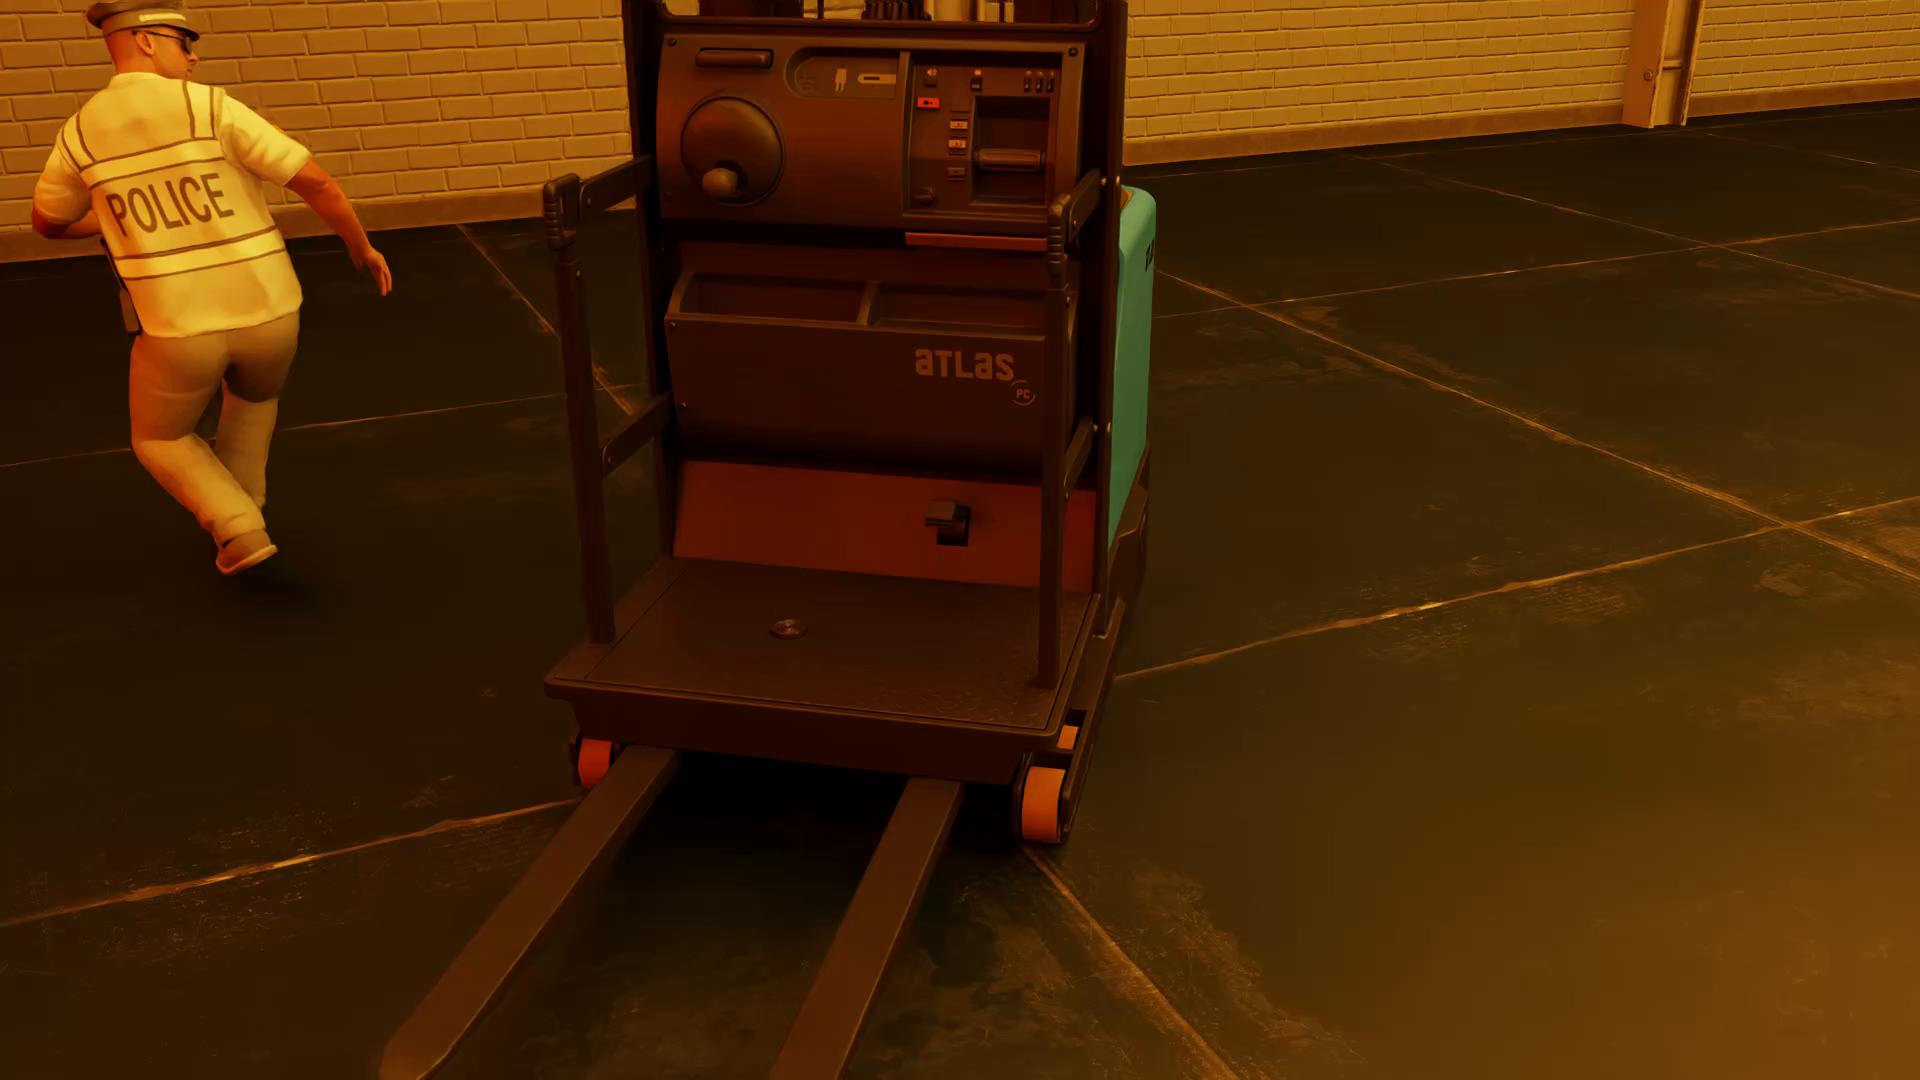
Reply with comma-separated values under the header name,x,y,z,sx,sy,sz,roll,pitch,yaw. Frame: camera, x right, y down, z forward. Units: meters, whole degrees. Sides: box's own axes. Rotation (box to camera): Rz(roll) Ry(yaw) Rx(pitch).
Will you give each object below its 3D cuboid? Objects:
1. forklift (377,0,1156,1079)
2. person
name,x,y,z,sx,sy,sz,roll,pitch,yaw
forklift,-0.244,-0.862,3.362,1.130,2.935,3.031,5,23,11
person,-2.082,-0.711,4.708,0.886,1.637,0.852,-11,25,-25
